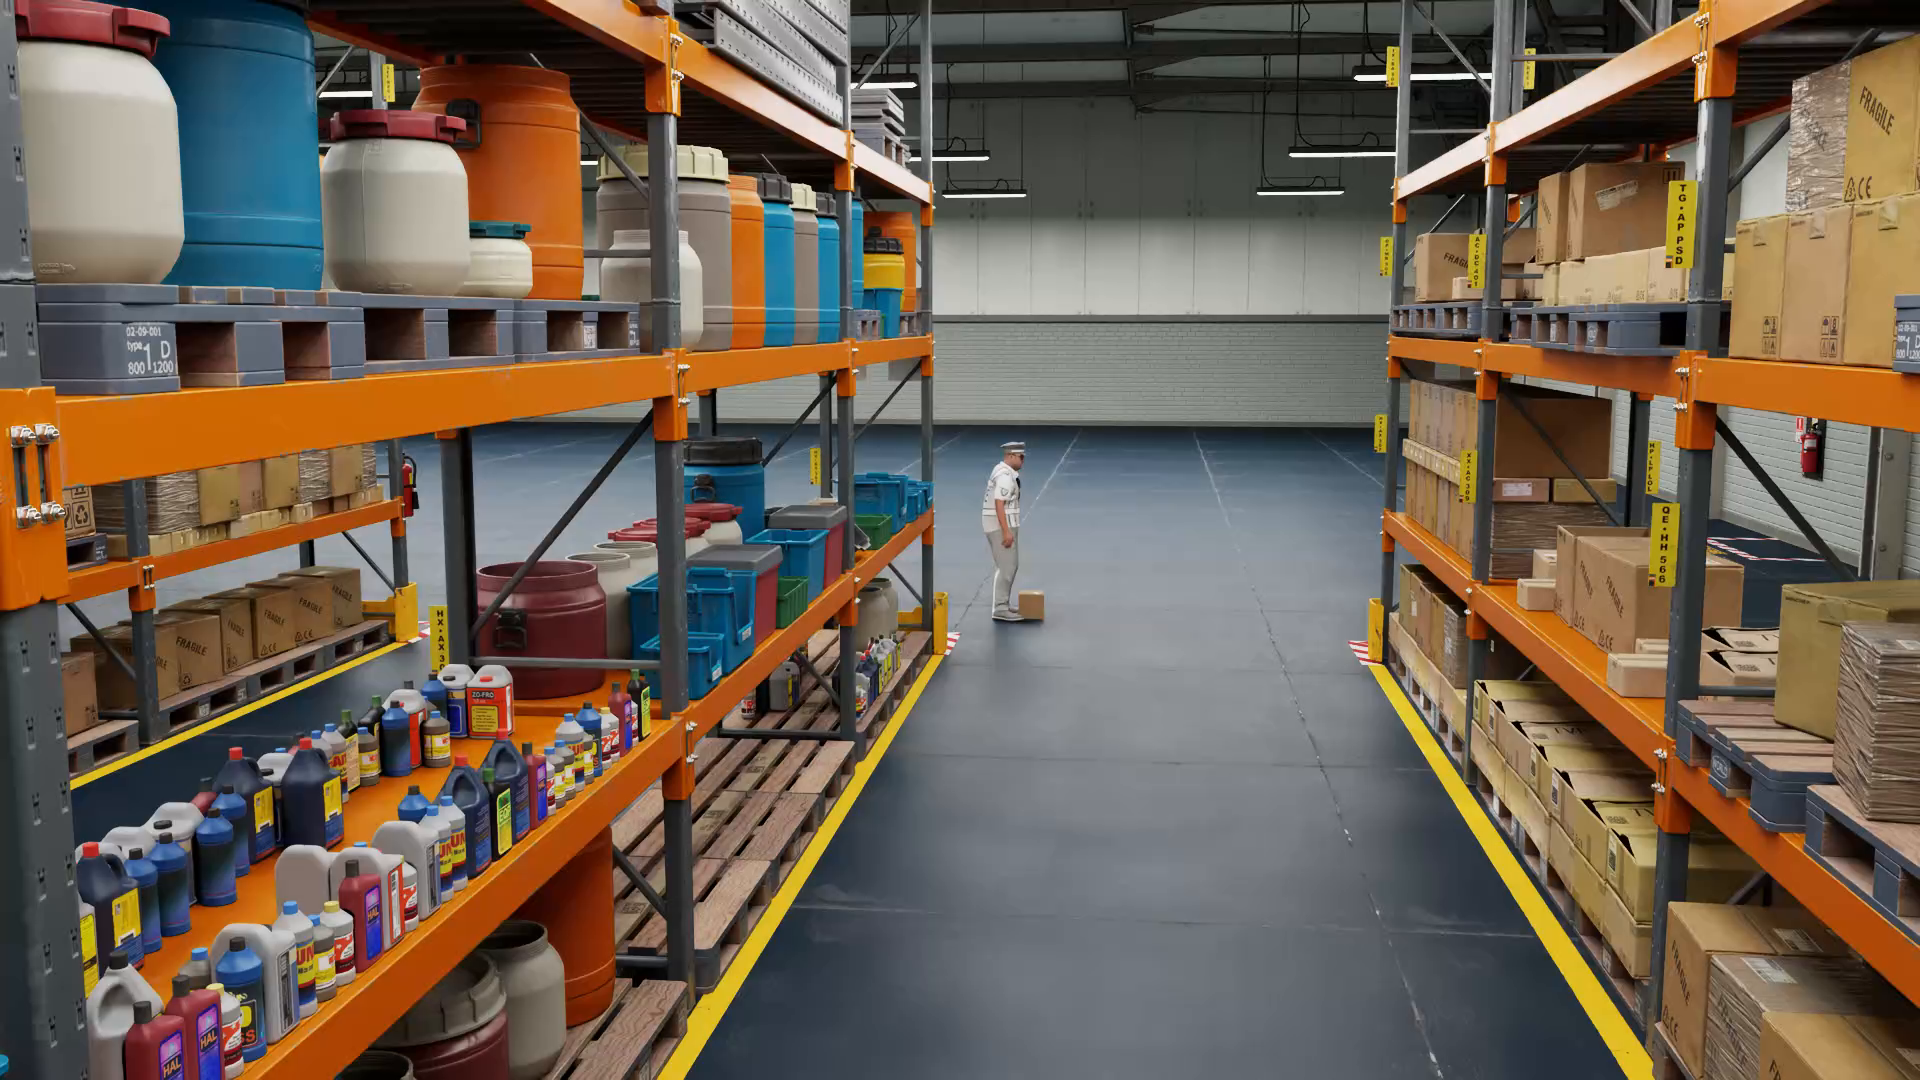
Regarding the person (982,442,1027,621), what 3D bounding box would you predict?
[{"bbox_3d":[0.442,-0.101,16.522,0.434,1.748,0.588,1,8,6],"label":"person"}]
